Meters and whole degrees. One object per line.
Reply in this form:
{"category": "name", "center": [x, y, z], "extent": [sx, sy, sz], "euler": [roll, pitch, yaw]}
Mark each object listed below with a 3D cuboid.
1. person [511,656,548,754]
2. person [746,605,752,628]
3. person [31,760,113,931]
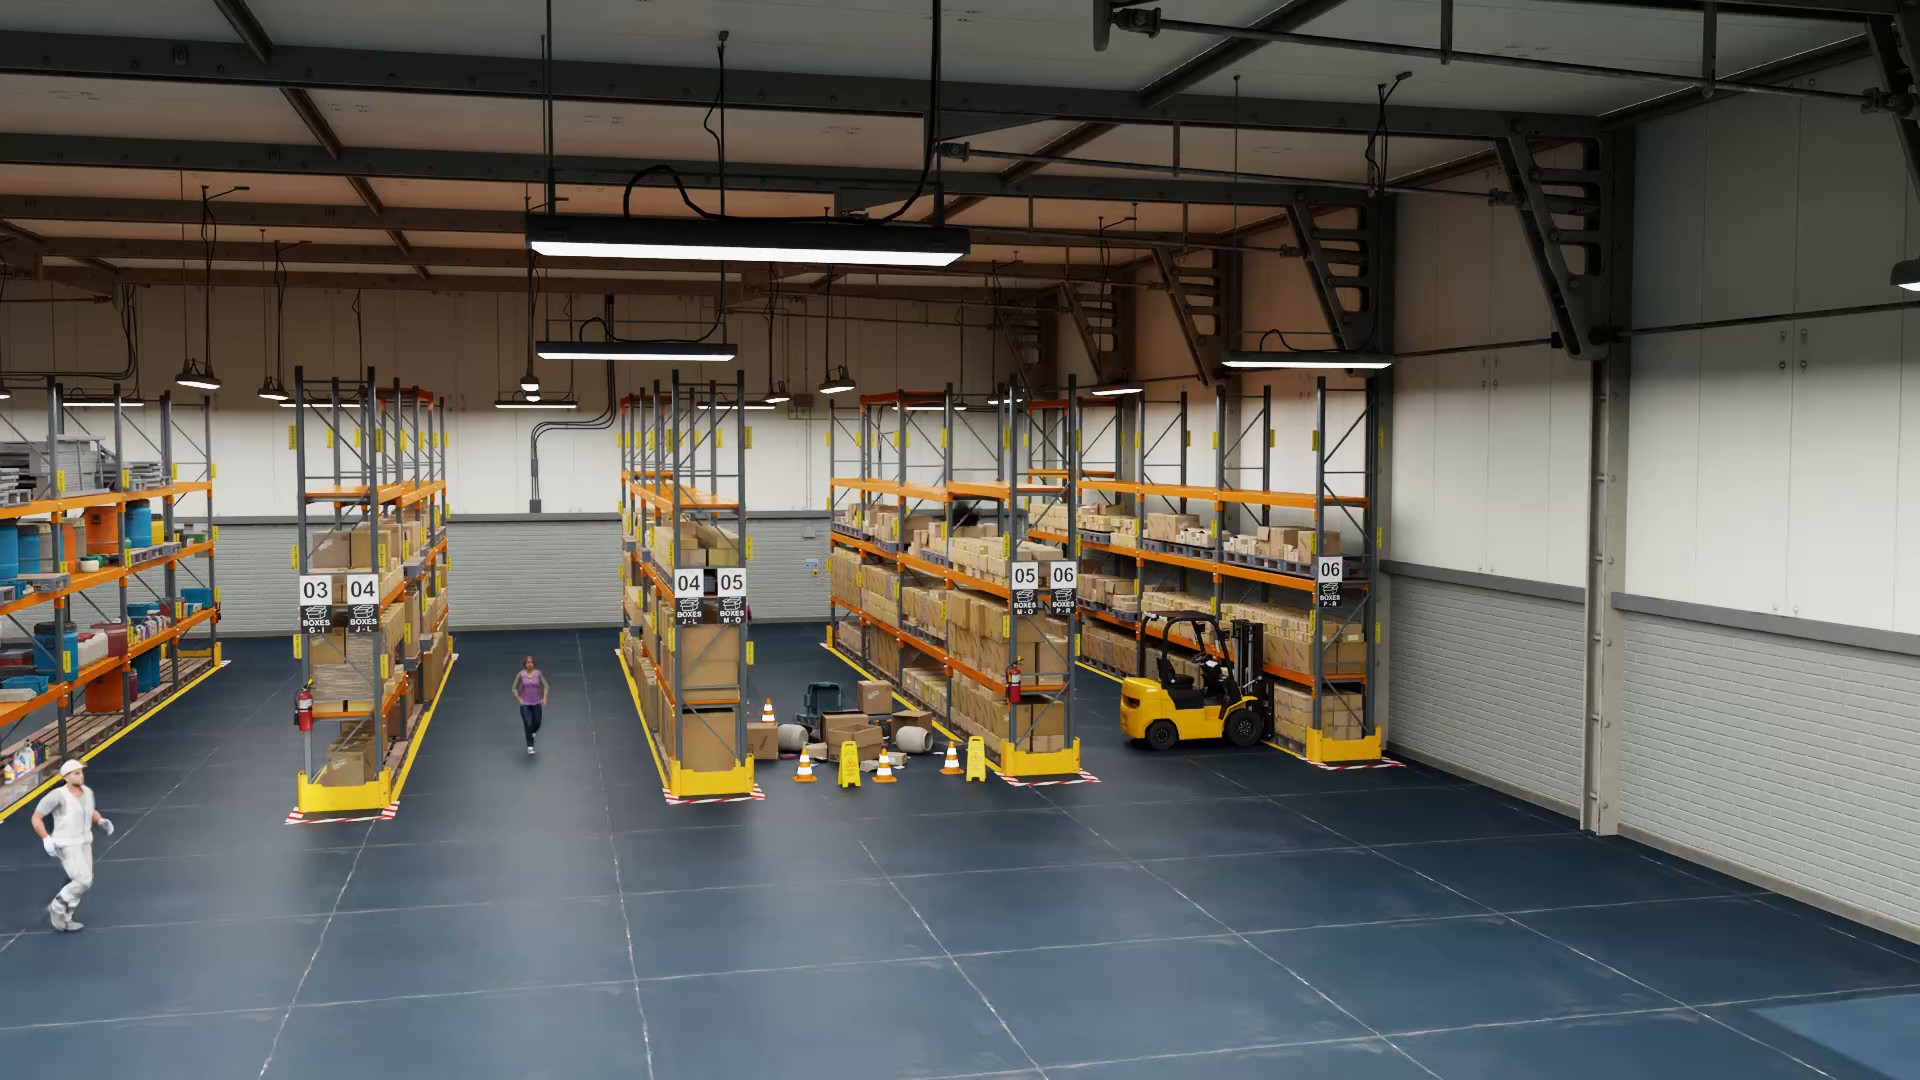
{"category": "person", "center": [-6.920, 2.631, 26.749], "extent": [0.581, 1.558, 0.576], "euler": [-1, 4, -22]}
{"category": "person", "center": [-4.923, 1.966, 36.474], "extent": [0.699, 1.726, 0.701], "euler": [-1, 4, -19]}
{"category": "person", "center": [-8.977, 3.108, 16.944], "extent": [0.576, 1.749, 0.663], "euler": [1, 3, 11]}
